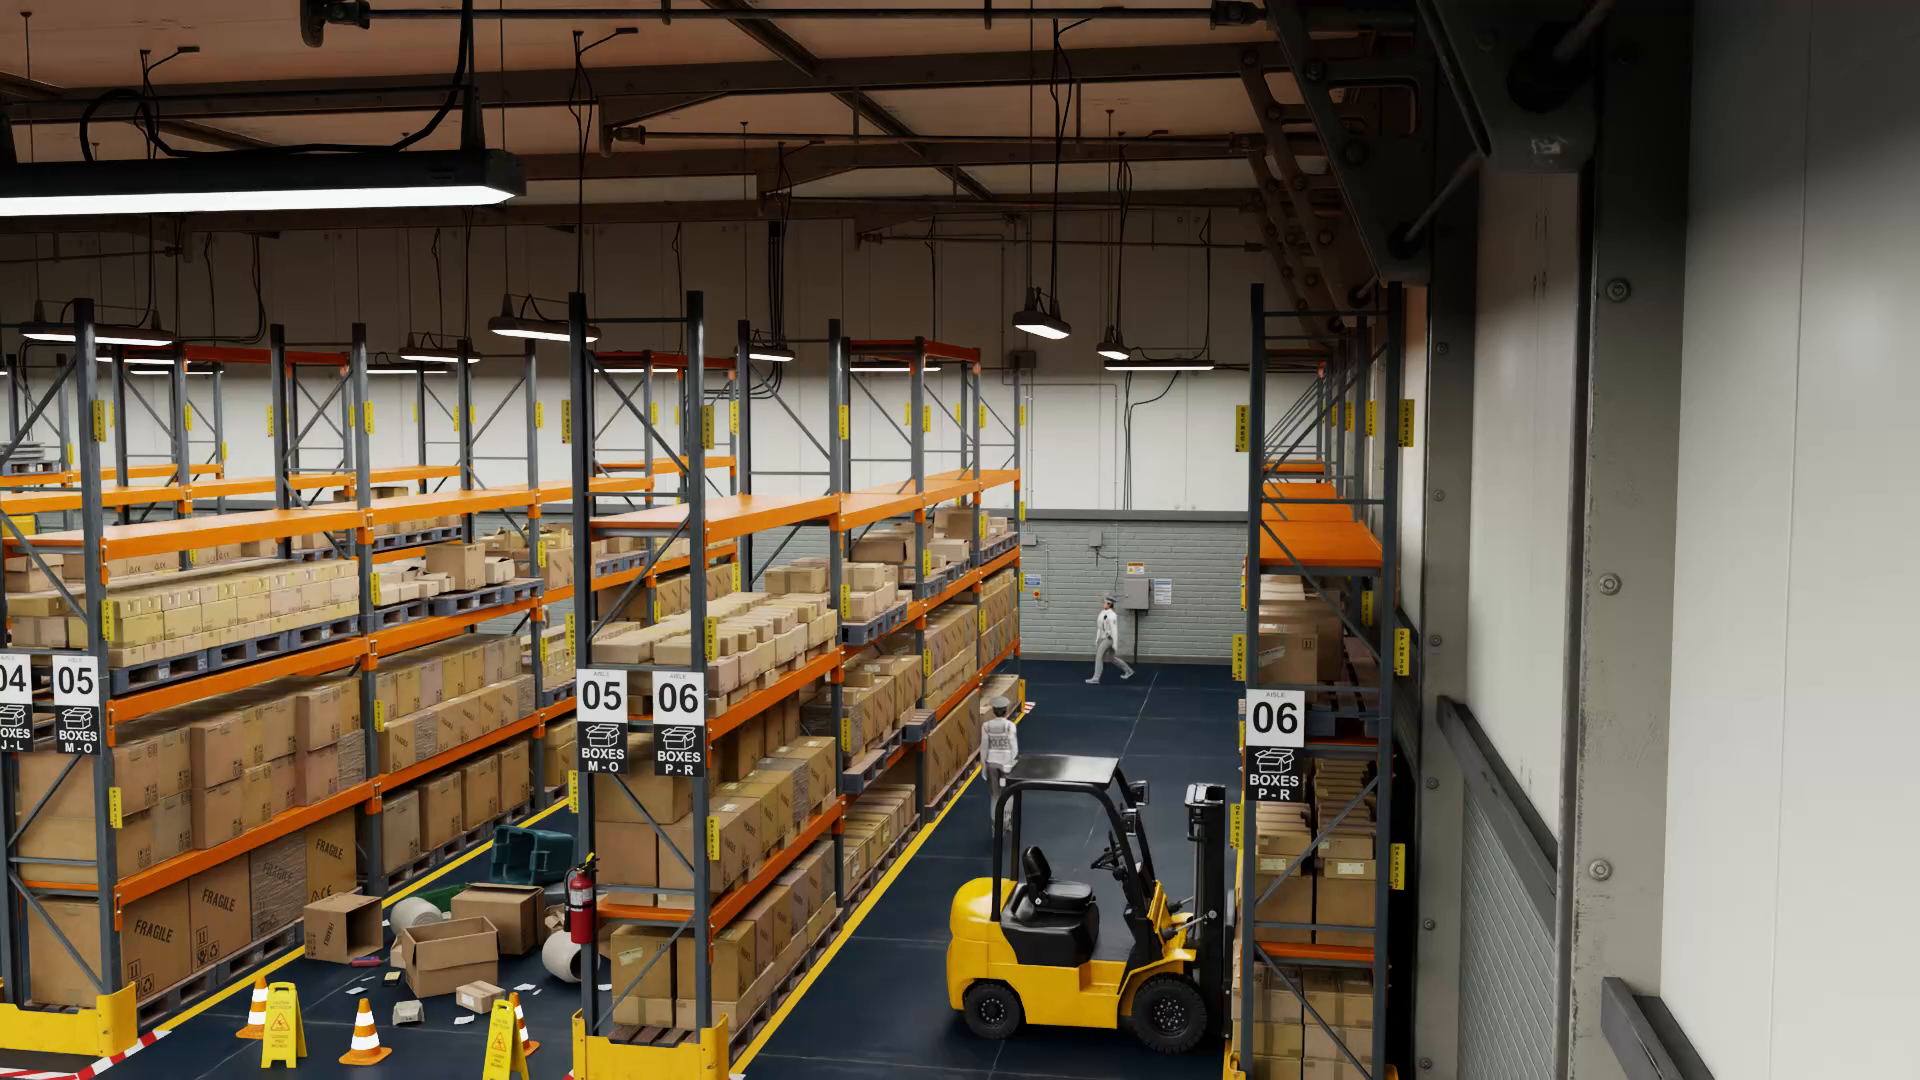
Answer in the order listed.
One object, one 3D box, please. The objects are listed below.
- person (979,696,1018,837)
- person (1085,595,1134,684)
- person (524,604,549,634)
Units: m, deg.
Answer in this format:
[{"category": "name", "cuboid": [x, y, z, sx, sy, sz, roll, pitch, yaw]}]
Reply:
[{"category": "person", "cuboid": [0.473, 2.721, 19.920, 0.521, 1.674, 0.448, 2, 5, 20]}, {"category": "person", "cuboid": [2.785, 1.839, 30.977, 0.964, 1.644, 0.476, -1, 5, -8]}, {"category": "person", "cuboid": [-8.560, 1.674, 33.455, 0.436, 1.578, 1.113, 2, 5, 26]}]
